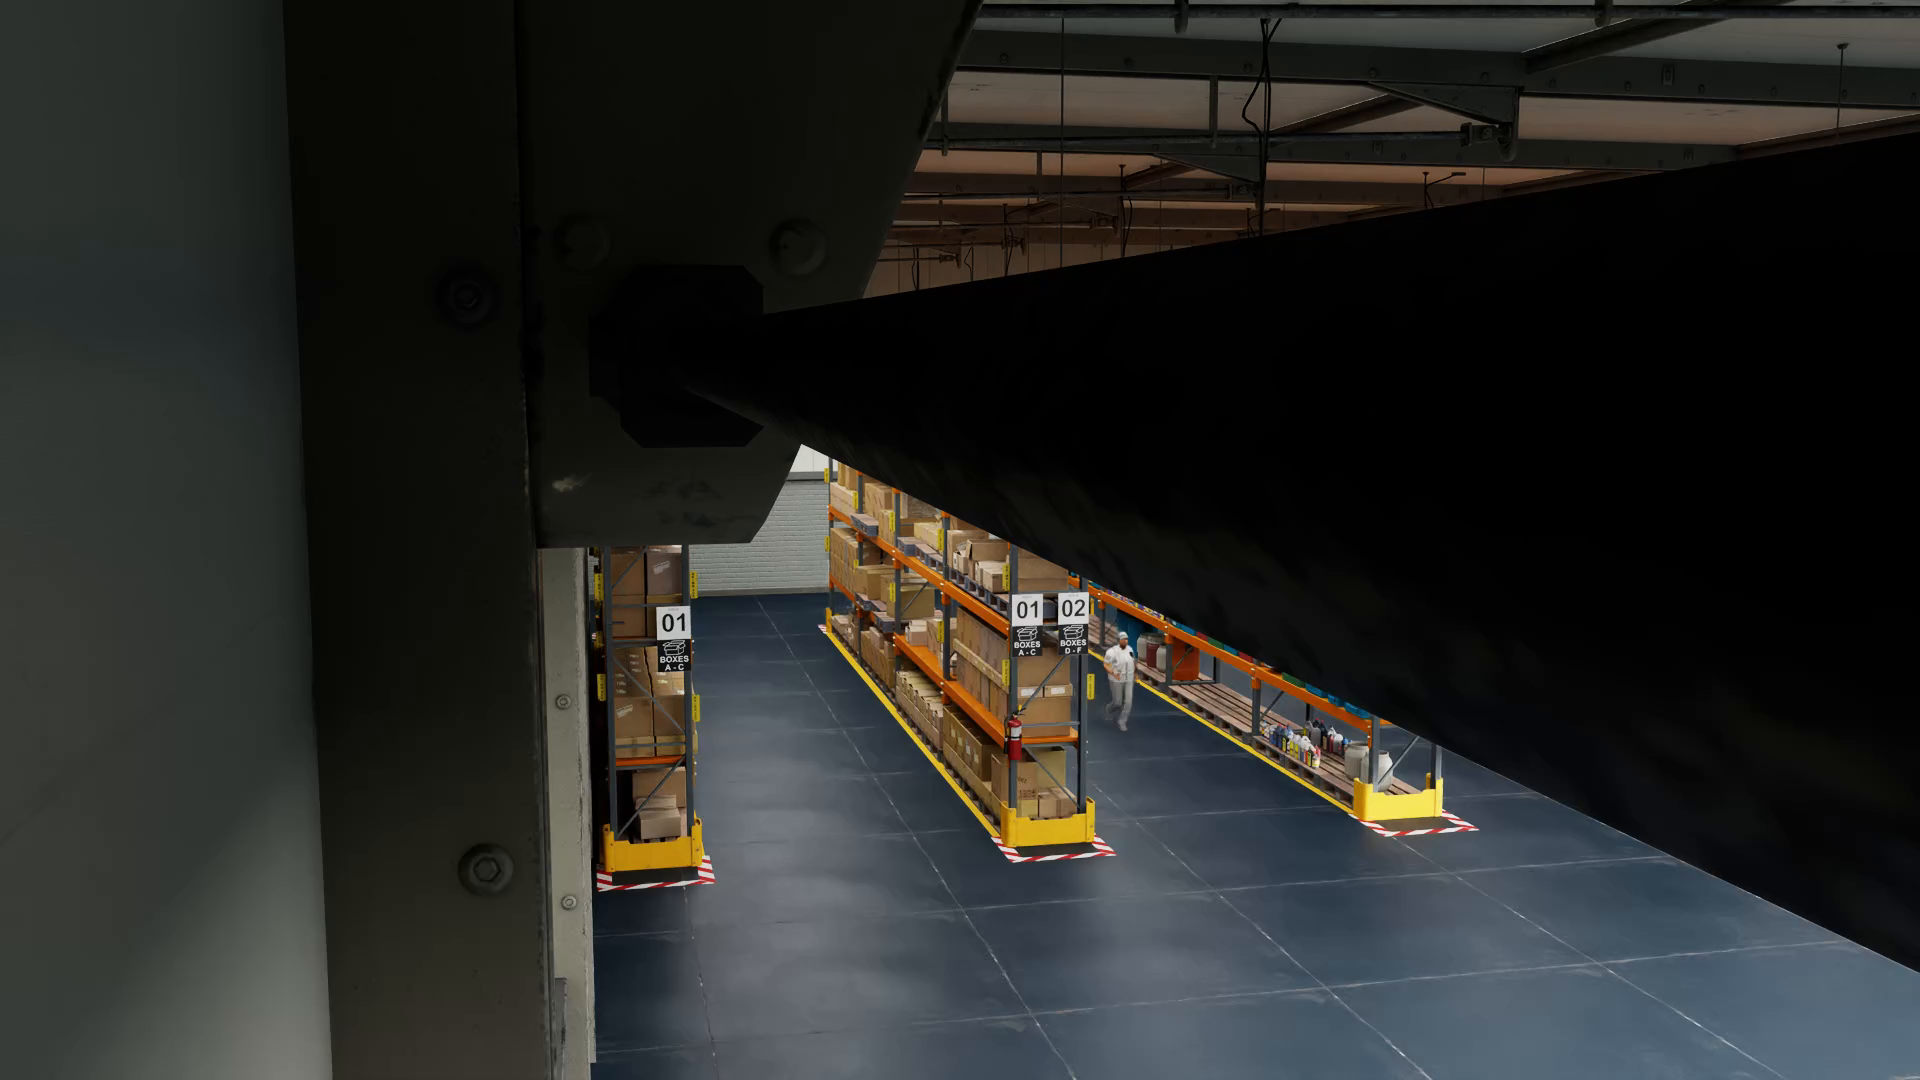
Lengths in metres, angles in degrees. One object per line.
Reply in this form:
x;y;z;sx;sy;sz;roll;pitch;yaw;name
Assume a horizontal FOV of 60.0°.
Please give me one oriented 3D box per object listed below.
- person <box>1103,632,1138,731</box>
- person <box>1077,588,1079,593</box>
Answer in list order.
2.643;2.300;27.232;0.595;1.622;0.512;-3;7;-21;person
3.262;0.712;40.752;0.837;1.600;0.683;1;7;12;person
